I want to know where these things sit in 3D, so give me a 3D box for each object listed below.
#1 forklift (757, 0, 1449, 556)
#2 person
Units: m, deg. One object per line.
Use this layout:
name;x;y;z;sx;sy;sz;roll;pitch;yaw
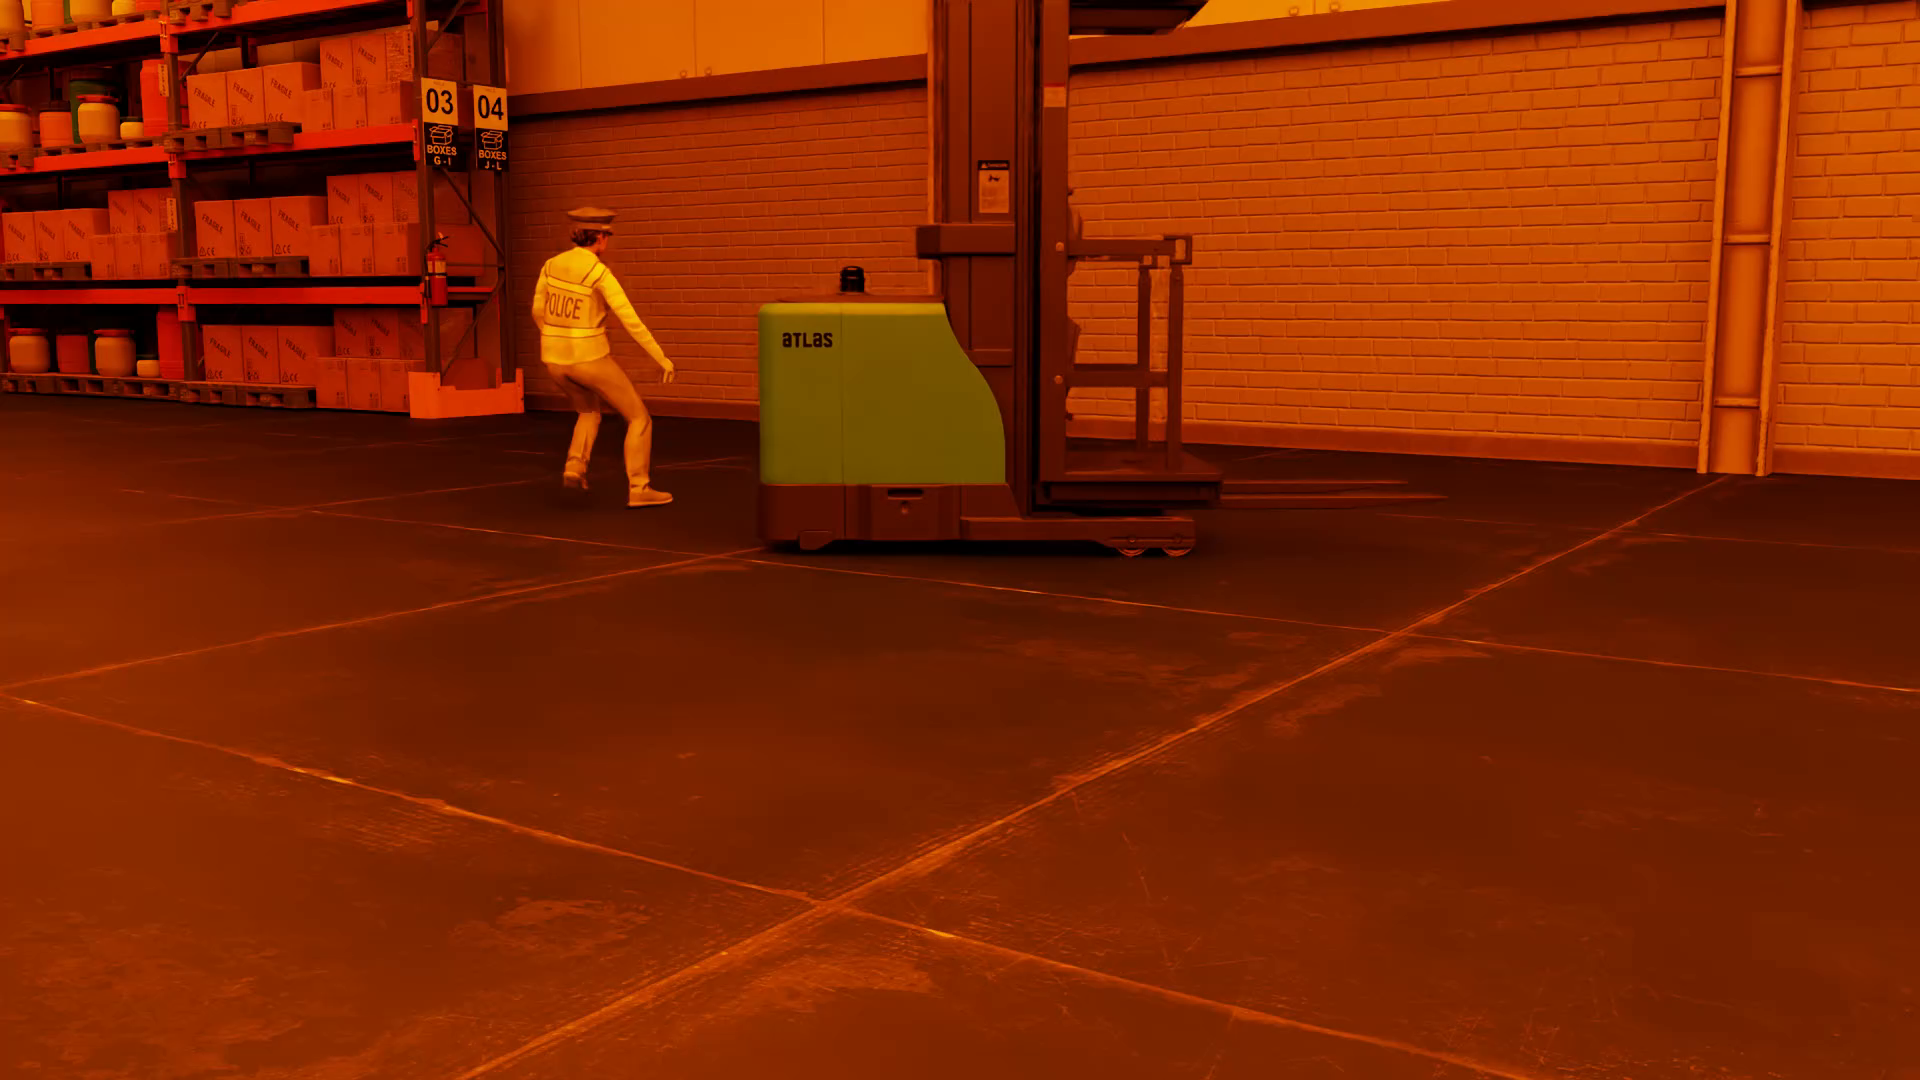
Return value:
forklift;0.632;-1.456;7.433;3.031;2.935;1.130;0;8;-1
person;-1.918;-0.966;8.826;0.698;1.556;0.471;4;9;28
